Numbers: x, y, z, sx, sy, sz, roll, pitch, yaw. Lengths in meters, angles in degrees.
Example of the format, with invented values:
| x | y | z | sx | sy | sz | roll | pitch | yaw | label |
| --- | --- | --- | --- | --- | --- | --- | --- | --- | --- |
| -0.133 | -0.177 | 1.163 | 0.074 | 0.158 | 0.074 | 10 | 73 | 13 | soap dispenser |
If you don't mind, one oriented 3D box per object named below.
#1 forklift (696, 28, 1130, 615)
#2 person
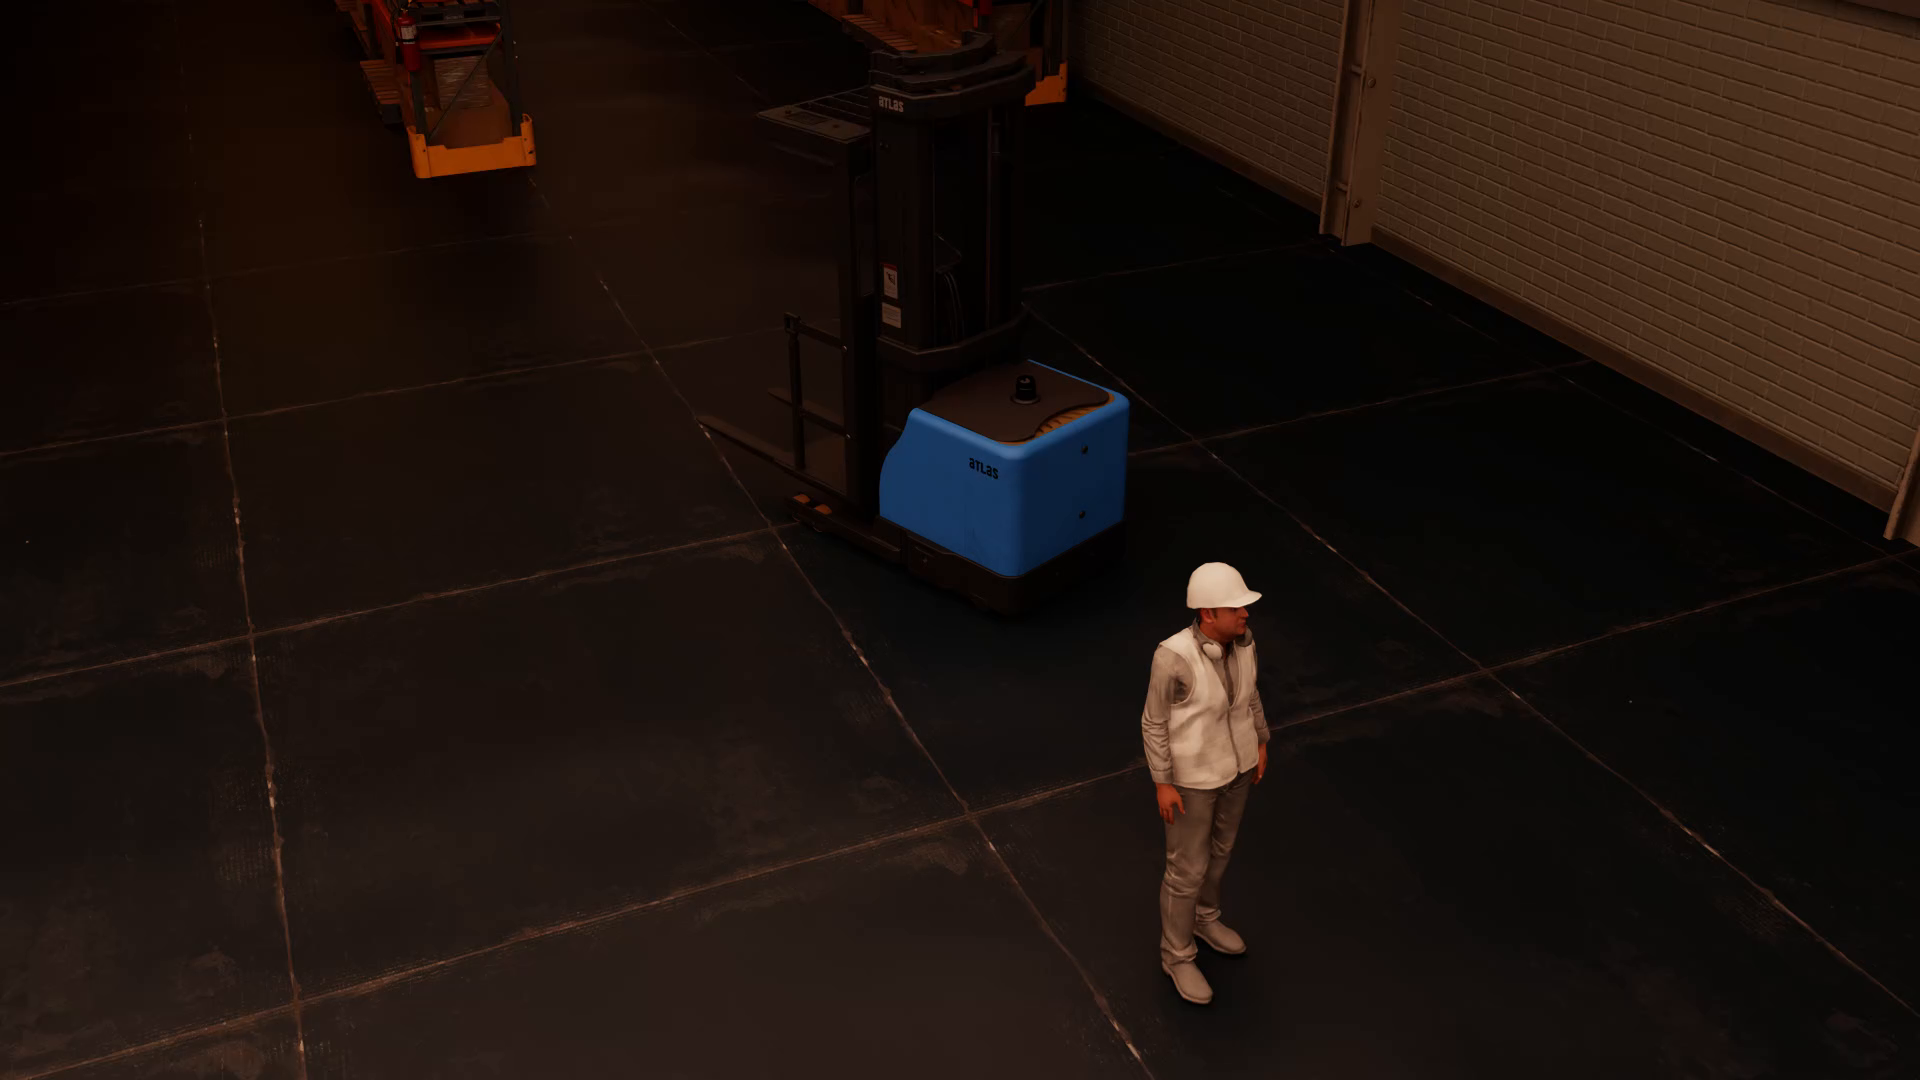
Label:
| x | y | z | sx | sy | sz | roll | pitch | yaw | label |
| --- | --- | --- | --- | --- | --- | --- | --- | --- | --- |
| -0.436 | -1.483 | 9.714 | 3.031 | 2.935 | 1.130 | 26 | 39 | 37 | forklift |
| 1.034 | 0.933 | 6.639 | 0.633 | 1.773 | 0.568 | -22 | 36 | -33 | person |
